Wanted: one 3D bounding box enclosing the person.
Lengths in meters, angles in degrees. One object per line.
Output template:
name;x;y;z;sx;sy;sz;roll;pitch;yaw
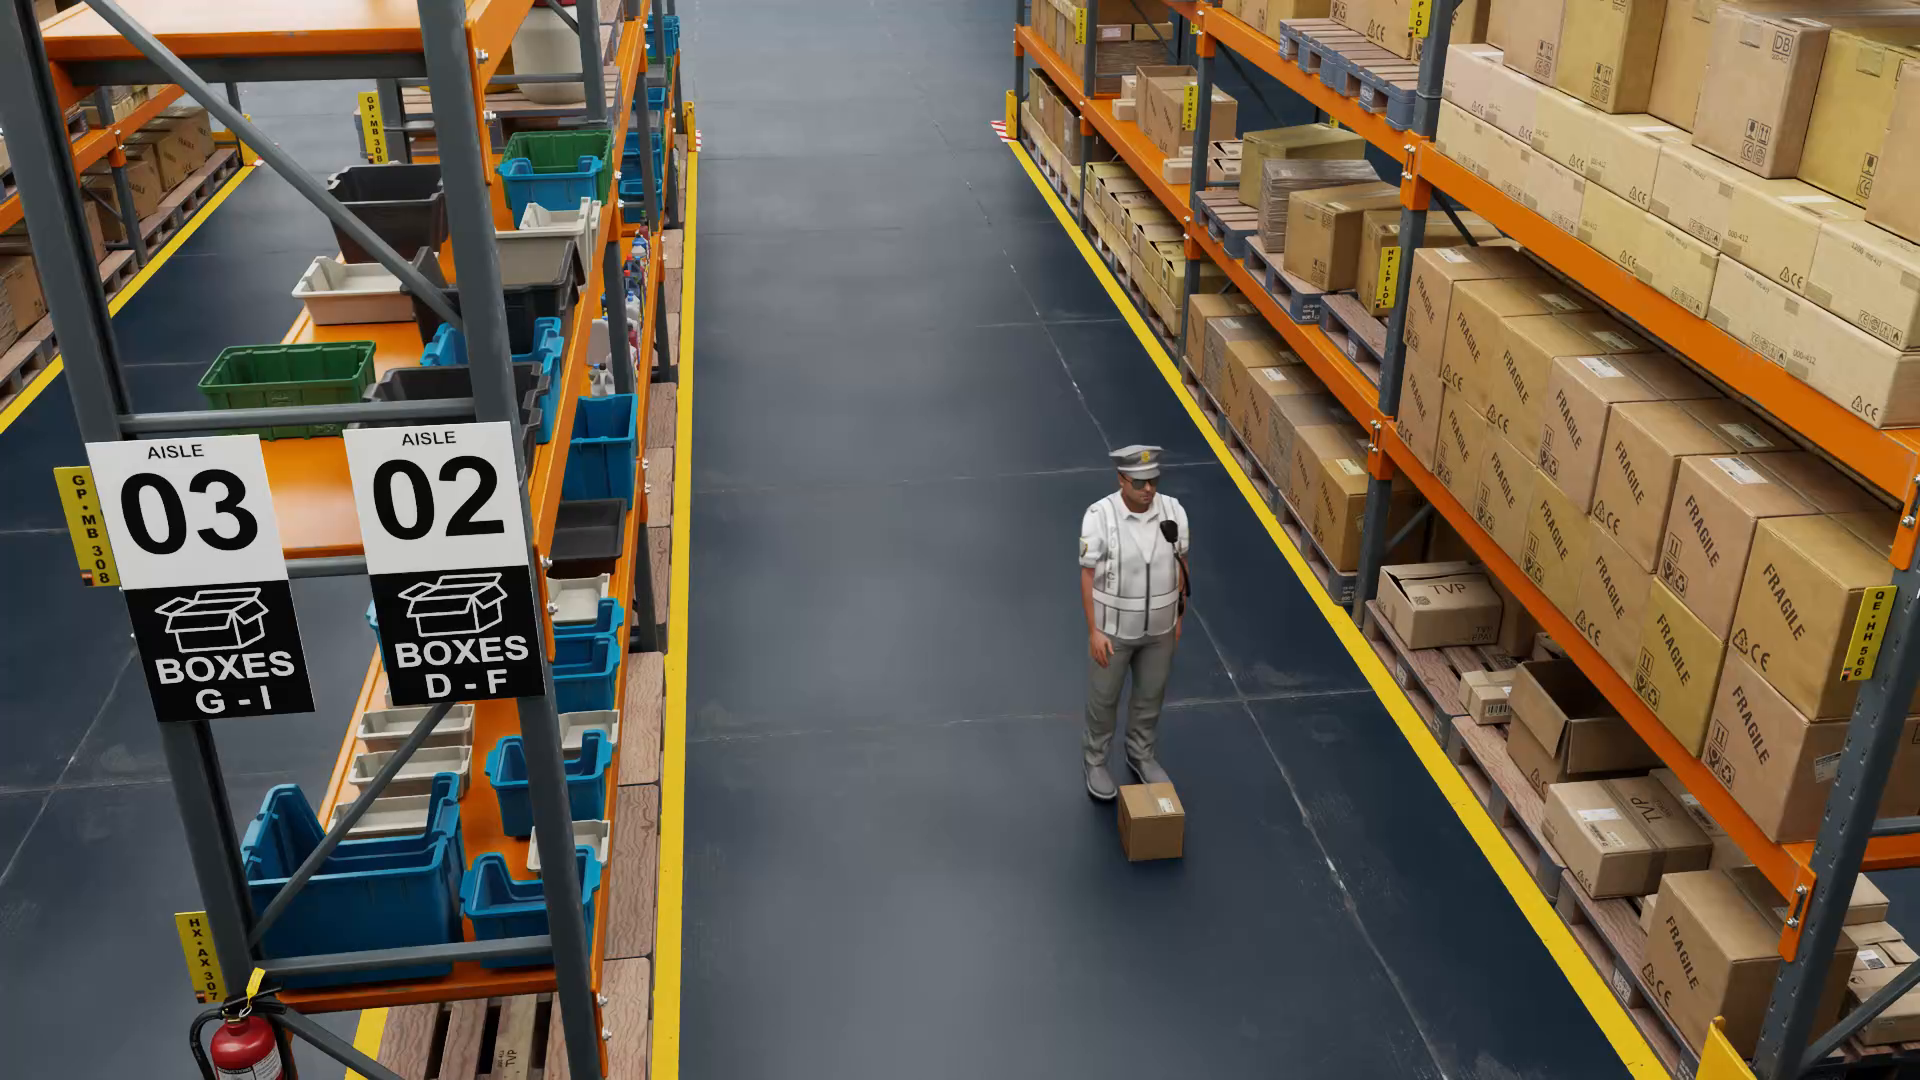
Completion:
person;0.824;0.377;7.798;0.532;1.773;0.392;-6;28;-12
